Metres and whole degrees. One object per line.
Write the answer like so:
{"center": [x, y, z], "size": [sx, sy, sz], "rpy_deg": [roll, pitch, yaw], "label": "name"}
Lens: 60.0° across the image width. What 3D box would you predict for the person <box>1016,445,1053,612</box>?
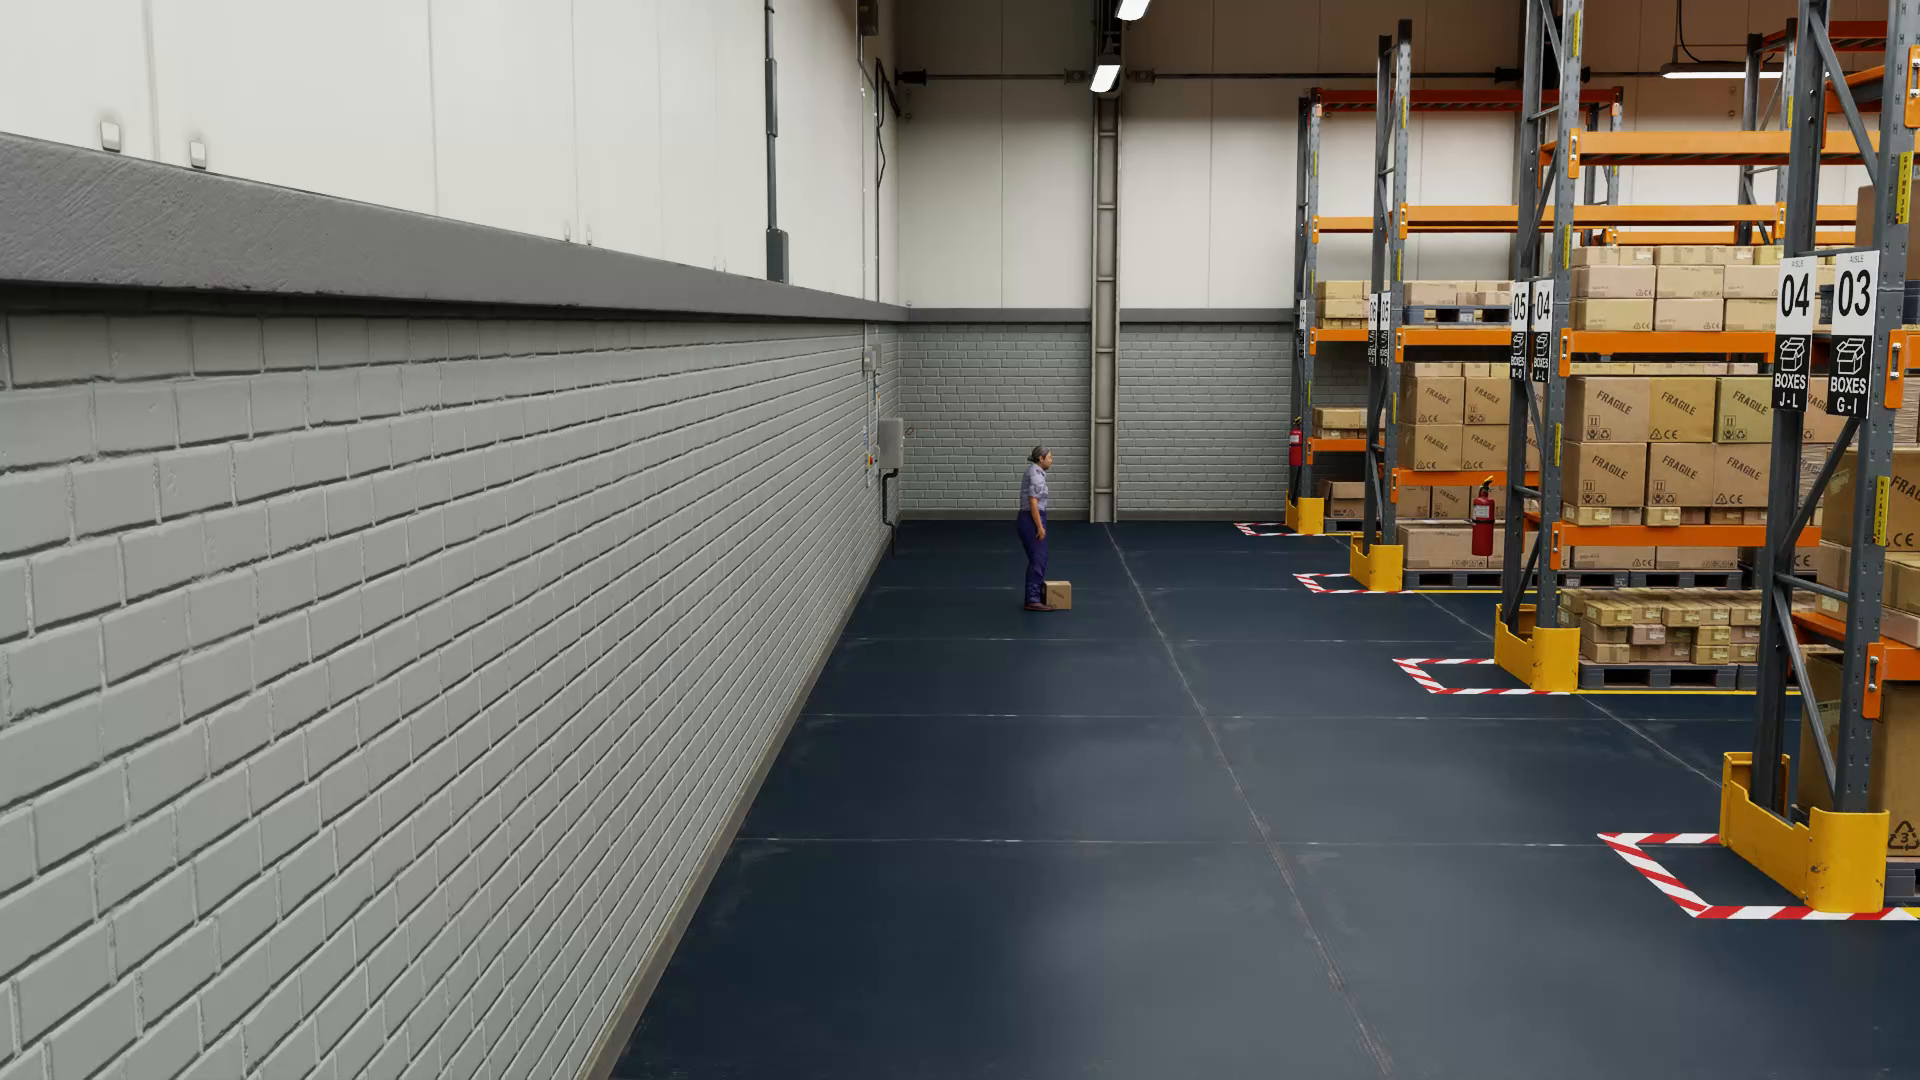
{"center": [0.784, -0.134, 16.845], "size": [0.423, 1.652, 0.564], "rpy_deg": [0, 7, -2], "label": "person"}
